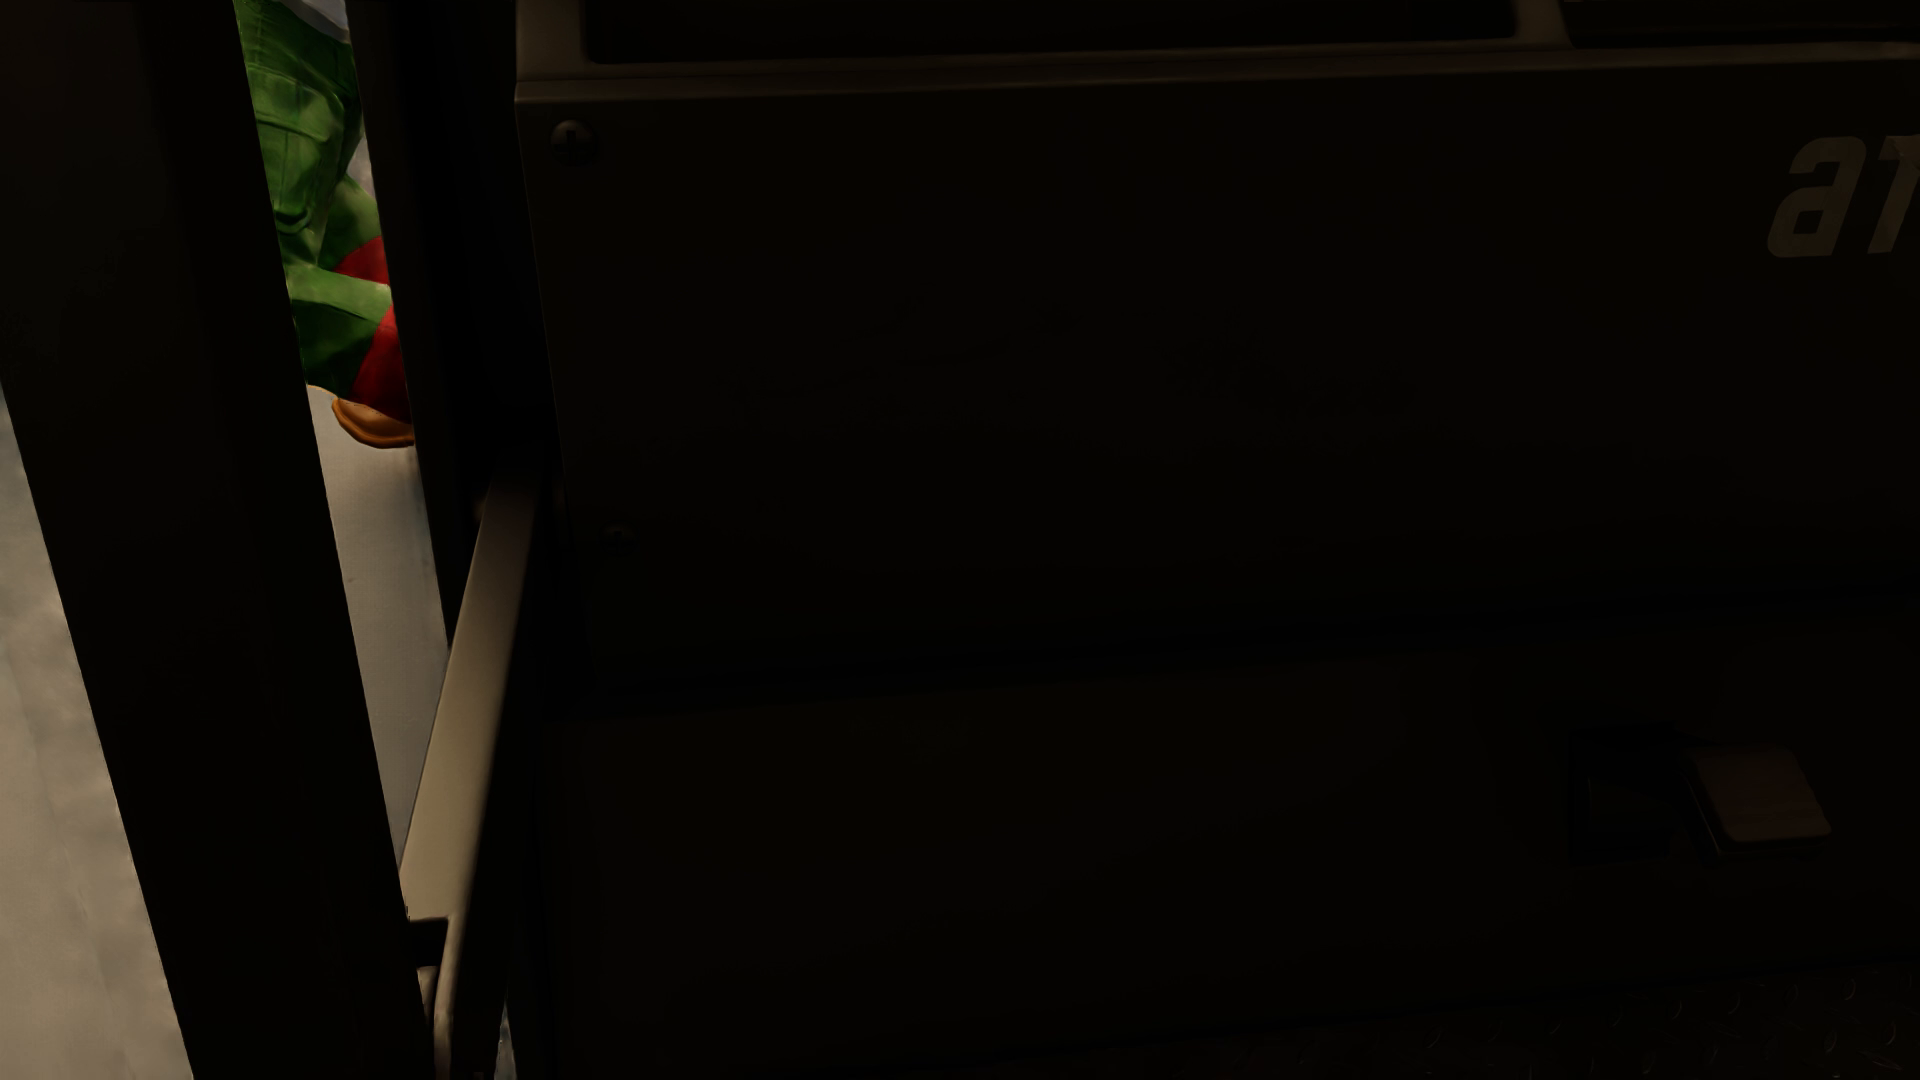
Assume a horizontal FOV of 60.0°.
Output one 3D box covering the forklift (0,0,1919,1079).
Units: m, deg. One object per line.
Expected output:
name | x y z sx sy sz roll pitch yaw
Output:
forklift | 0.299 -0.586 0.407 1.130 2.935 3.031 -4 27 -8

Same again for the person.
person | -0.840 -0.839 2.381 0.725 1.548 1.101 -3 27 -7
